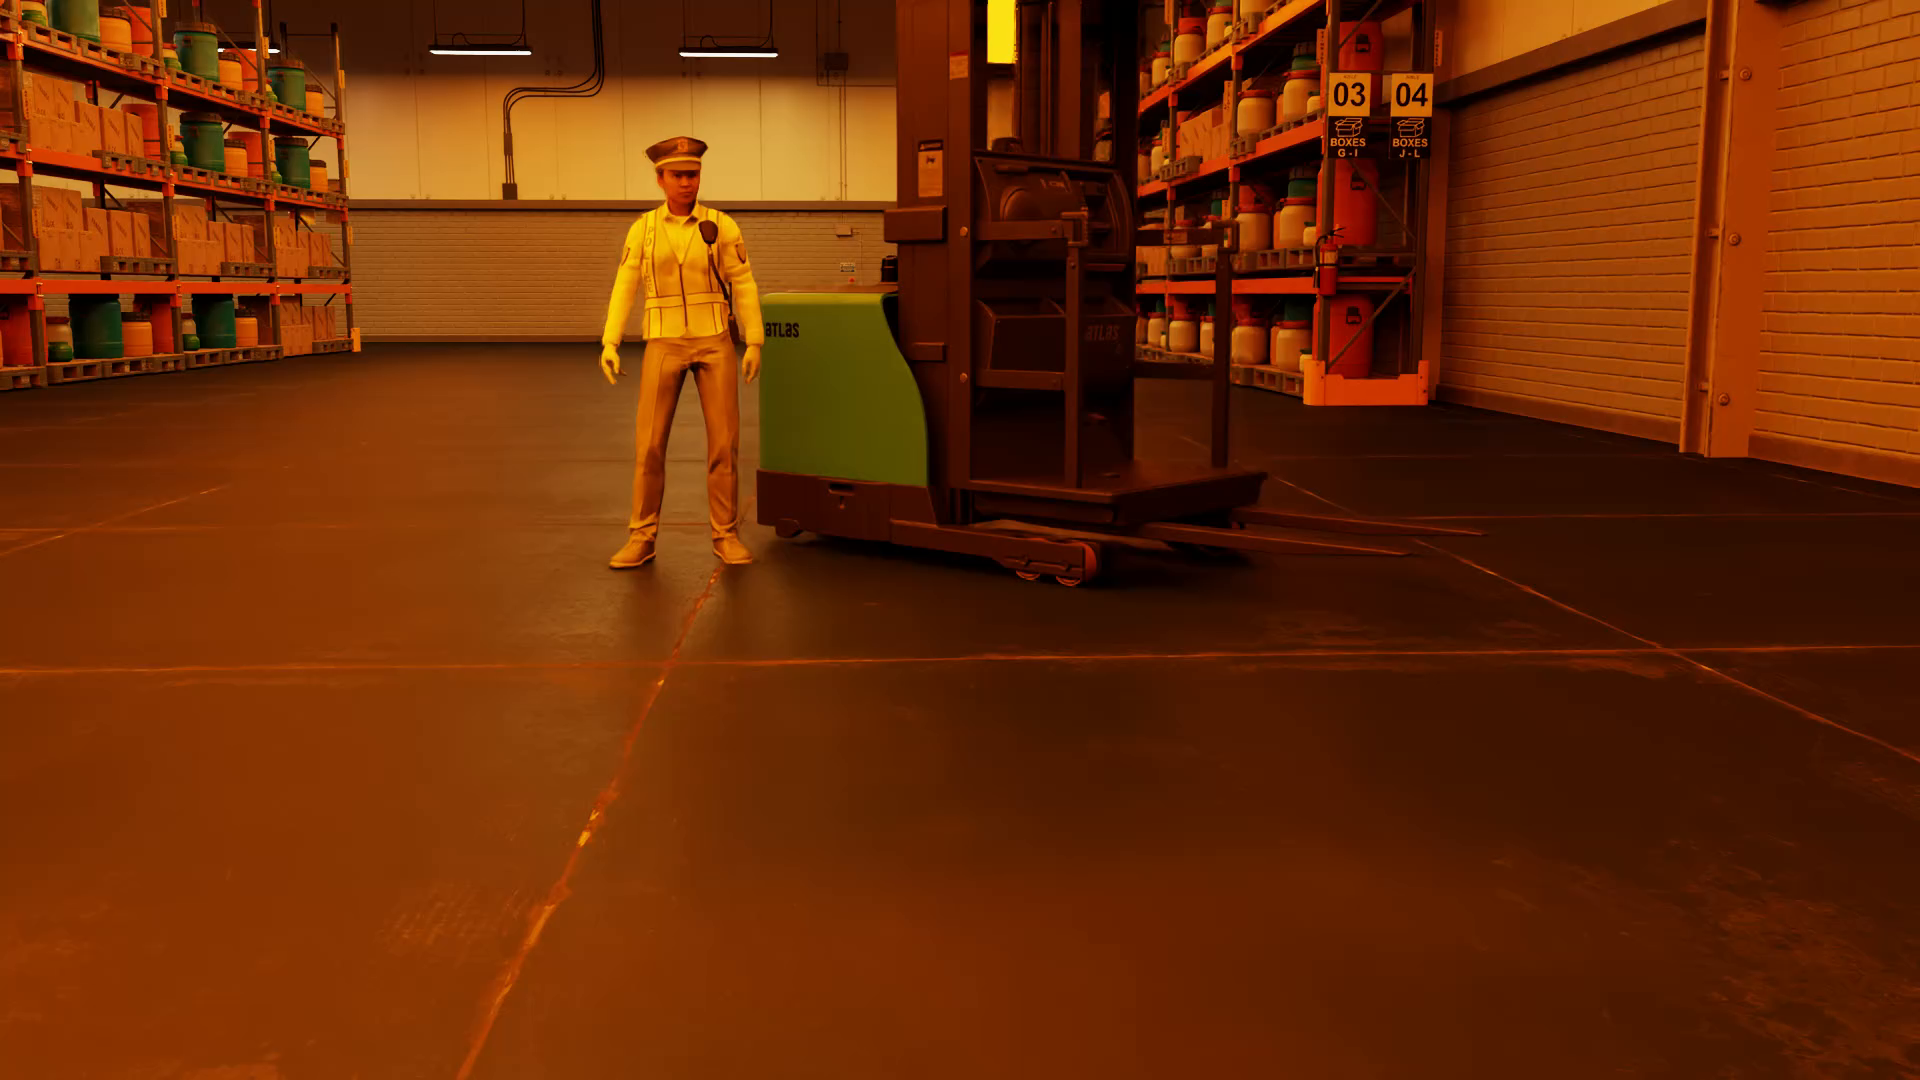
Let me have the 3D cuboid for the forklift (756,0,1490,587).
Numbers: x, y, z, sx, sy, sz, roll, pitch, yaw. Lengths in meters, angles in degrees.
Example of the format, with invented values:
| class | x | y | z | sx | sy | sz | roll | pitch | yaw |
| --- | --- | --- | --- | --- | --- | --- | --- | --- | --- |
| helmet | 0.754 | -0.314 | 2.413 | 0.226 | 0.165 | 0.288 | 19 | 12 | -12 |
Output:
| class | x | y | z | sx | sy | sz | roll | pitch | yaw |
| --- | --- | --- | --- | --- | --- | --- | --- | --- | --- |
| forklift | 0.546 | -1.364 | 6.517 | 3.031 | 2.935 | 1.130 | 7 | 11 | 41 |

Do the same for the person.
| class | x | y | z | sx | sy | sz | roll | pitch | yaw |
| --- | --- | --- | --- | --- | --- | --- | --- | --- | --- |
| person | -1.101 | -0.739 | 6.621 | 0.644 | 1.688 | 0.415 | -1 | 8 | -6 |
